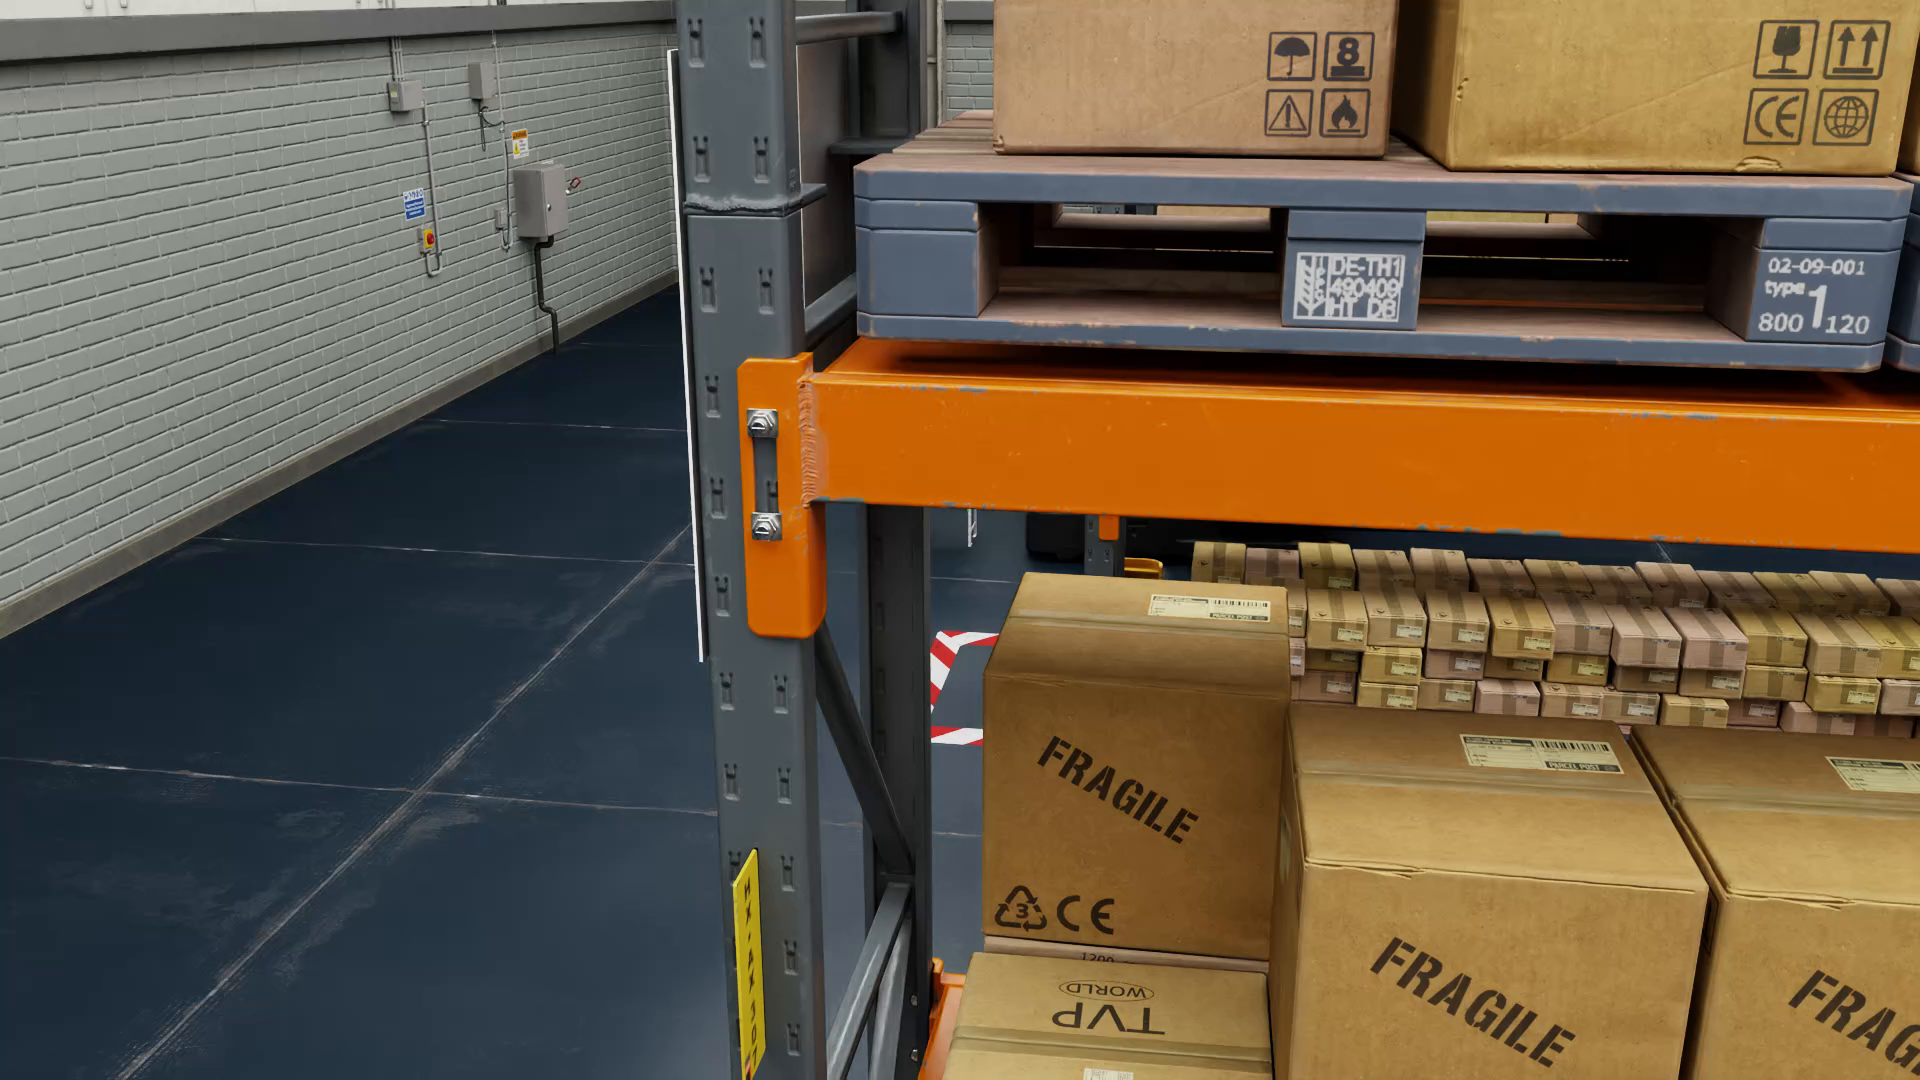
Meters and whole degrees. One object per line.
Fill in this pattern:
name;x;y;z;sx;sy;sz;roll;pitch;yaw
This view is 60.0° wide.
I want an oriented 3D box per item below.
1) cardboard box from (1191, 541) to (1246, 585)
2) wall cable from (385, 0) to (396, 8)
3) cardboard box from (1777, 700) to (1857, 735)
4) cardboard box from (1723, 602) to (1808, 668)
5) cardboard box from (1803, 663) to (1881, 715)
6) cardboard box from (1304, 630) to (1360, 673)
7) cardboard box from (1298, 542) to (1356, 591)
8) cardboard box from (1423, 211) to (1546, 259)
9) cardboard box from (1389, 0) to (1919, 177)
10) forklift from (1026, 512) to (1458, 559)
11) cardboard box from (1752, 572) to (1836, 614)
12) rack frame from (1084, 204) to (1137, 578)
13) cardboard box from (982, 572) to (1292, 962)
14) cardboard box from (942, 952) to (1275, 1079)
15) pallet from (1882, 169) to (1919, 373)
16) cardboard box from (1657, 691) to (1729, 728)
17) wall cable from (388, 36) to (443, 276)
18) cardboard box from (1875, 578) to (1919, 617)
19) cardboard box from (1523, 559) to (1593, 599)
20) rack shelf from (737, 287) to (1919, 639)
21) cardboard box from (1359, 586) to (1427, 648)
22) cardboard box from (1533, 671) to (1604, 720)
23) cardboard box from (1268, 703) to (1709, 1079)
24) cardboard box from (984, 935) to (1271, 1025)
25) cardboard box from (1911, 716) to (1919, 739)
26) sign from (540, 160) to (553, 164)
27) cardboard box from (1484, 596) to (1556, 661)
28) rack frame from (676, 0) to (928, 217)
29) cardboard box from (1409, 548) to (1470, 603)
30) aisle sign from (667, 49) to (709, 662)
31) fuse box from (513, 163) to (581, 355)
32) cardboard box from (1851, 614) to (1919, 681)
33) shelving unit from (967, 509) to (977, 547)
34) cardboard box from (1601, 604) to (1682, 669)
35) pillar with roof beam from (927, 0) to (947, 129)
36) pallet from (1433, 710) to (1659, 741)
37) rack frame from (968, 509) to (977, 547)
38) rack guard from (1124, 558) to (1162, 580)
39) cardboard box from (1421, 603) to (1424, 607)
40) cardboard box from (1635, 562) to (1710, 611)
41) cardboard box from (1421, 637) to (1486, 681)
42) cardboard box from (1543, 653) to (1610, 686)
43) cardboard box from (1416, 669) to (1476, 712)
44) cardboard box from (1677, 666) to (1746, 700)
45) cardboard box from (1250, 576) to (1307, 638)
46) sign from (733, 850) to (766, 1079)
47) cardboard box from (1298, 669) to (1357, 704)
cardboard box;1.252;0.140;8.050;0.250;0.149;0.380;3;19;9
wall cable;-4.286;-5.277;11.891;0.029;3.000;0.463;3;19;9
cardboard box;3.683;0.731;7.222;0.250;0.149;0.380;2;19;7
cardboard box;3.497;0.410;7.245;0.250;0.149;0.380;4;19;10
cardboard box;3.741;0.601;7.141;0.250;0.149;0.380;2;19;7
cardboard box;1.683;0.457;7.573;0.250;0.149;0.380;3;19;9
cardboard box;1.767;0.144;8.039;0.250;0.149;0.380;3;19;7
cardboard box;2.100;-1.178;6.895;0.500;0.500;0.500;2;19;7
cardboard box;0.861;-0.770;2.173;0.500;0.500;0.700;2;19;7
forklift;1.932;-1.392;9.843;3.031;2.935;1.130;1;19;3
cardboard box;3.811;0.282;7.626;0.250;0.149;0.380;3;19;8
rack frame;0.689;-0.678;7.601;0.127;3.000;1.000;3;19;9
cardboard box;0.326;0.388;3.003;0.500;0.500;0.500;3;19;9
cardboard box;0.234;0.910;2.624;0.500;0.250;0.500;2;19;7
pallet;1.745;-0.415;2.228;1.213;0.211;1.003;3;19;9
cardboard box;3.176;0.711;7.281;0.250;0.149;0.380;3;19;9
wall cable;-4.196;-3.007;12.911;0.123;1.953;0.585;3;19;9
cardboard box;4.331;0.312;7.537;0.250;0.149;0.380;4;19;11
cardboard box;2.793;0.225;7.796;0.250;0.149;0.380;3;19;9
rack shelf;1.778;-0.110;2.310;4.000;0.370;1.077;3;19;9
cardboard box;1.931;0.341;7.449;0.250;0.149;0.380;2;19;6
cardboard box;2.685;0.675;7.388;0.250;0.149;0.380;3;19;9
cardboard box;0.728;0.579;2.430;0.500;0.500;0.500;2;19;7
cardboard box;0.323;0.742;3.125;0.500;0.250;0.500;3;19;8
cardboard box;4.198;0.763;7.125;0.250;0.149;0.380;3;19;9
sign;-3.845;-3.281;15.531;0.001;0.494;0.329;3;19;9
cardboard box;2.455;0.386;7.316;0.250;0.149;0.380;3;19;9
rack frame;-0.197;-1.974;2.021;0.127;3.000;1.000;3;19;9
cardboard box;2.287;0.173;7.952;0.250;0.149;0.380;4;19;11
aisle sign;-0.316;-0.271;2.290;0.004;0.787;0.394;3;19;9
fuse box;-3.719;-2.550;15.227;0.414;1.711;0.539;3;19;9
cardboard box;3.988;0.457;7.102;0.250;0.149;0.380;3;19;9
shelving unit;-0.163;-0.577;10.138;0.503;1.200;0.258;3;19;9
cardboard box;2.947;0.415;7.228;0.250;0.149;0.380;2;19;7
pillar with roof beam;-1.044;-5.703;13.166;0.400;9.000;9.100;3;19;9
pallet;2.762;0.763;7.691;1.213;0.211;1.003;3;19;9
rack frame;0.077;-0.565;10.101;0.015;1.200;0.240;3;19;9
rack guard;0.764;0.511;7.987;0.348;0.500;1.175;3;19;9
cardboard box;2.282;0.319;7.985;0.250;0.149;0.380;3;19;9
cardboard box;3.312;0.238;7.758;0.250;0.149;0.380;3;19;10
cardboard box;2.196;0.487;7.482;0.250;0.149;0.380;2;19;6
cardboard box;2.736;0.505;7.430;0.250;0.149;0.380;4;19;11
cardboard box;2.176;0.630;7.525;0.250;0.149;0.380;3;19;9
cardboard box;3.254;0.551;7.290;0.250;0.149;0.380;3;19;10
cardboard box;1.444;0.302;7.567;0.250;0.149;0.380;3;19;10
sign;-0.291;0.597;2.304;0.005;0.325;0.100;3;19;9
cardboard box;1.674;0.600;7.615;0.250;0.149;0.380;3;19;9
